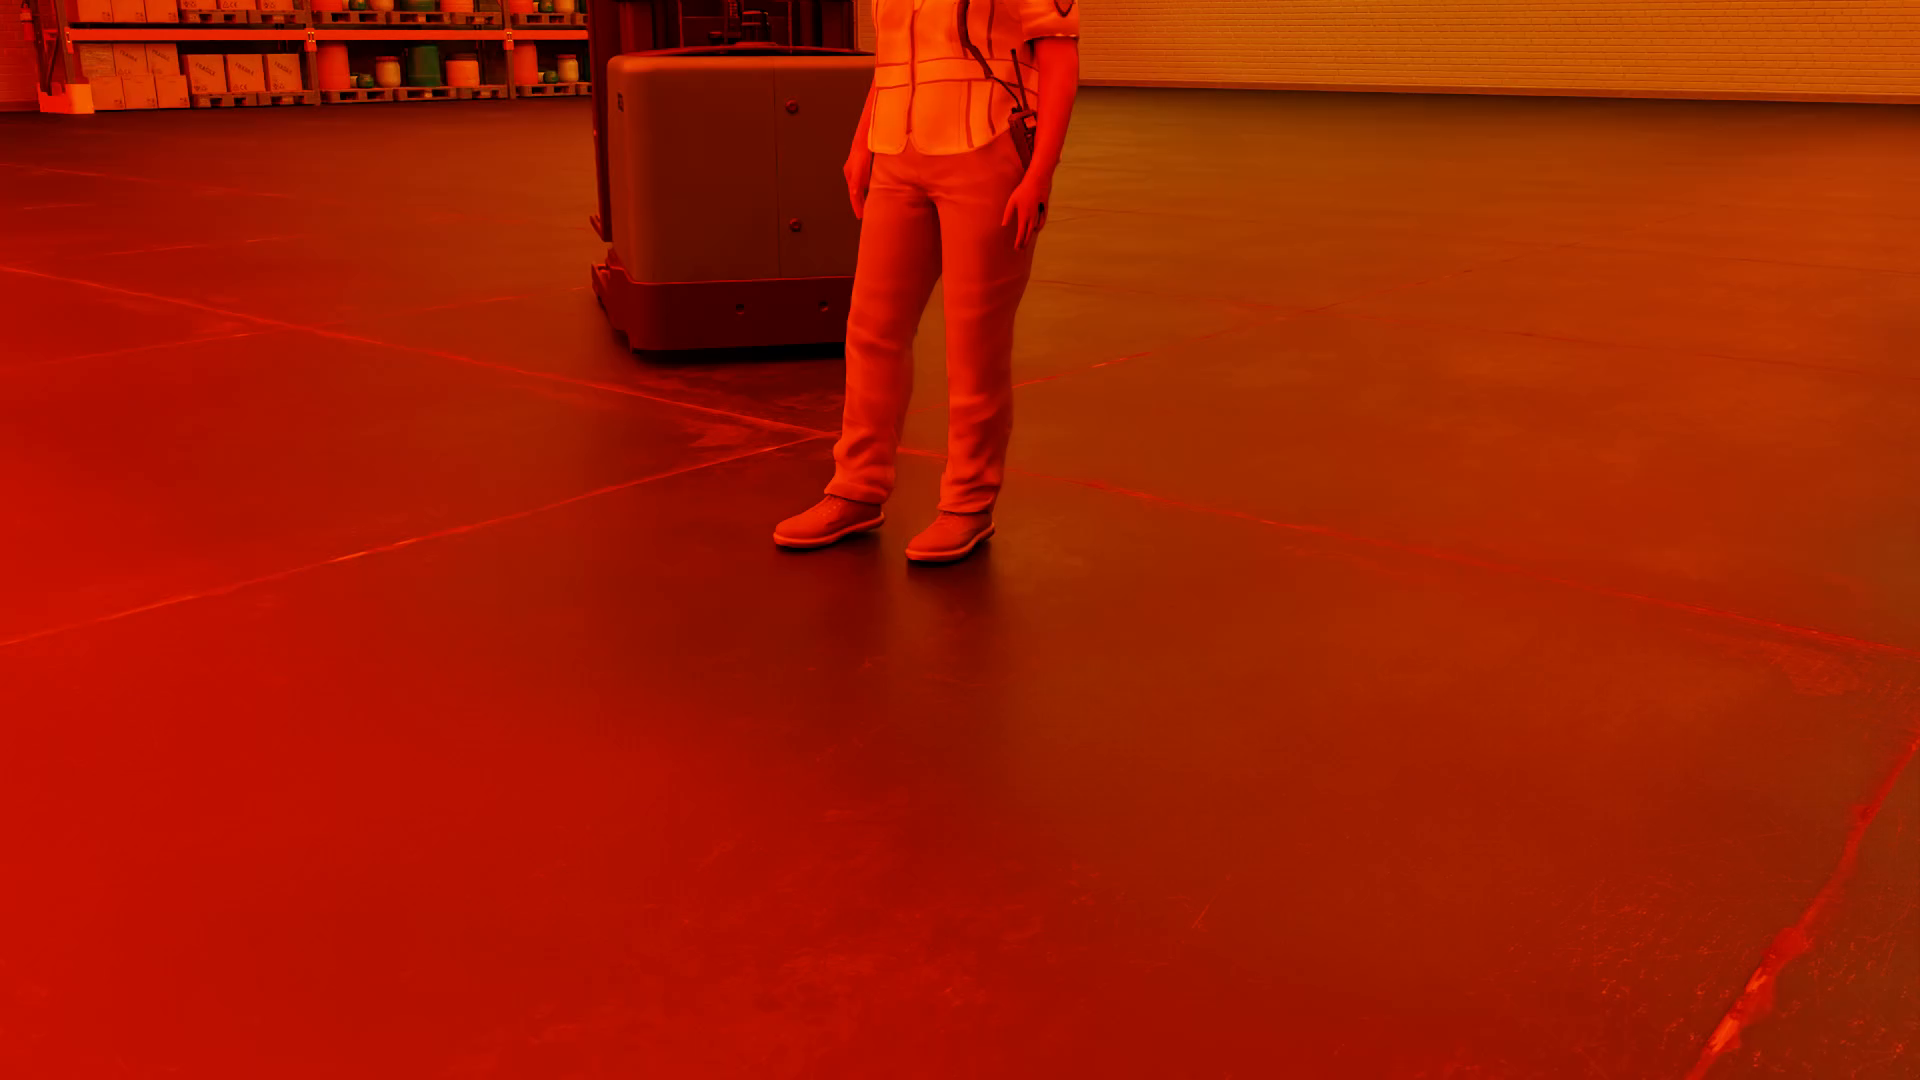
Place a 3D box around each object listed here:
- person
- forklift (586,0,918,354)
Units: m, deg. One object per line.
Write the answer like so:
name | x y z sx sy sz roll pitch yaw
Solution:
person | -0.066 -0.792 3.655 0.599 1.670 0.529 13 21 37
forklift | -1.046 -2.462 7.005 1.130 2.935 3.031 -5 17 -15
